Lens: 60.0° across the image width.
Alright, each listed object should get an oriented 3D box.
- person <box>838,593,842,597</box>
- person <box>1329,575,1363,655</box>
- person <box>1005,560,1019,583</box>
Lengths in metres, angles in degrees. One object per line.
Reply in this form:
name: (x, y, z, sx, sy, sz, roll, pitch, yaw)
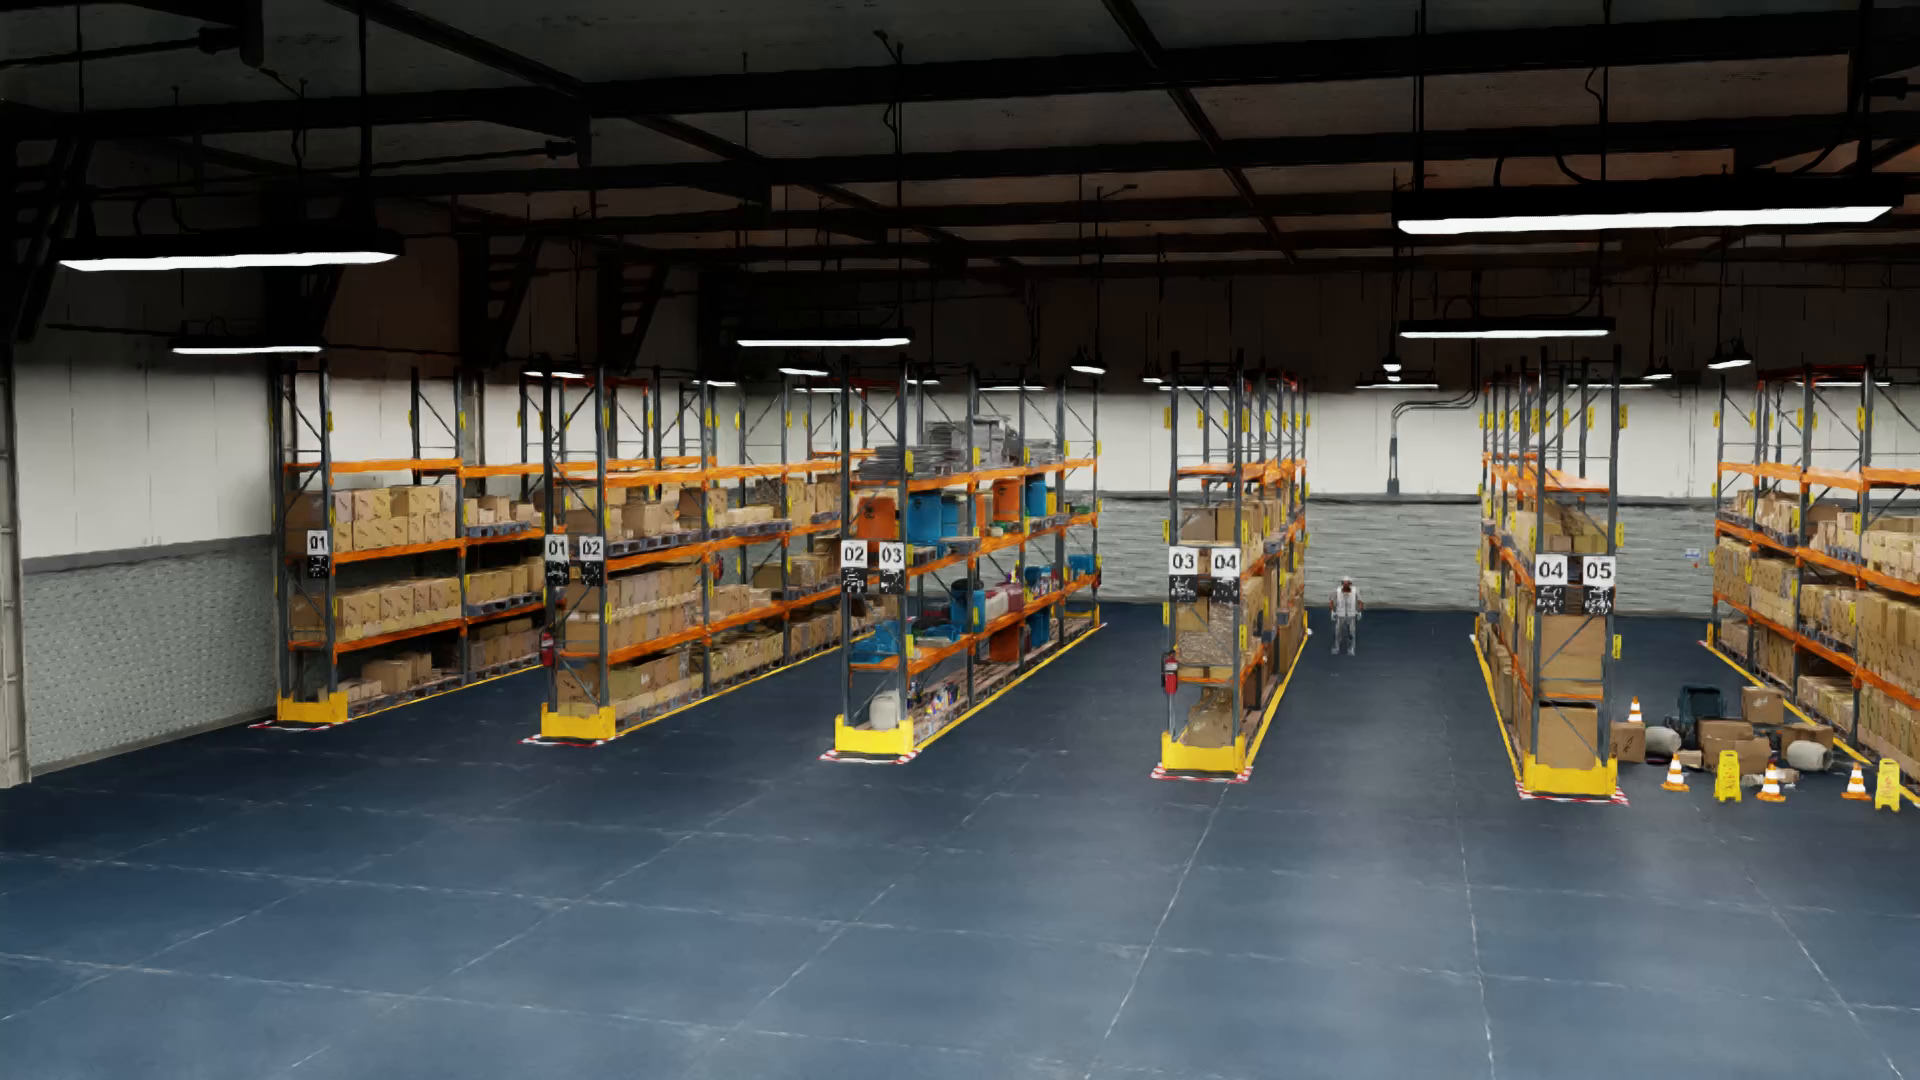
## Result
person: (-3.396, 0.732, 46.870, 0.463, 1.780, 0.701, 4, 5, 41)
person: (8.189, 1.604, 35.330, 0.702, 1.735, 0.549, 1, 4, 13)
person: (1.409, 1.310, 39.560, 0.719, 1.714, 0.578, 1, 4, 14)
